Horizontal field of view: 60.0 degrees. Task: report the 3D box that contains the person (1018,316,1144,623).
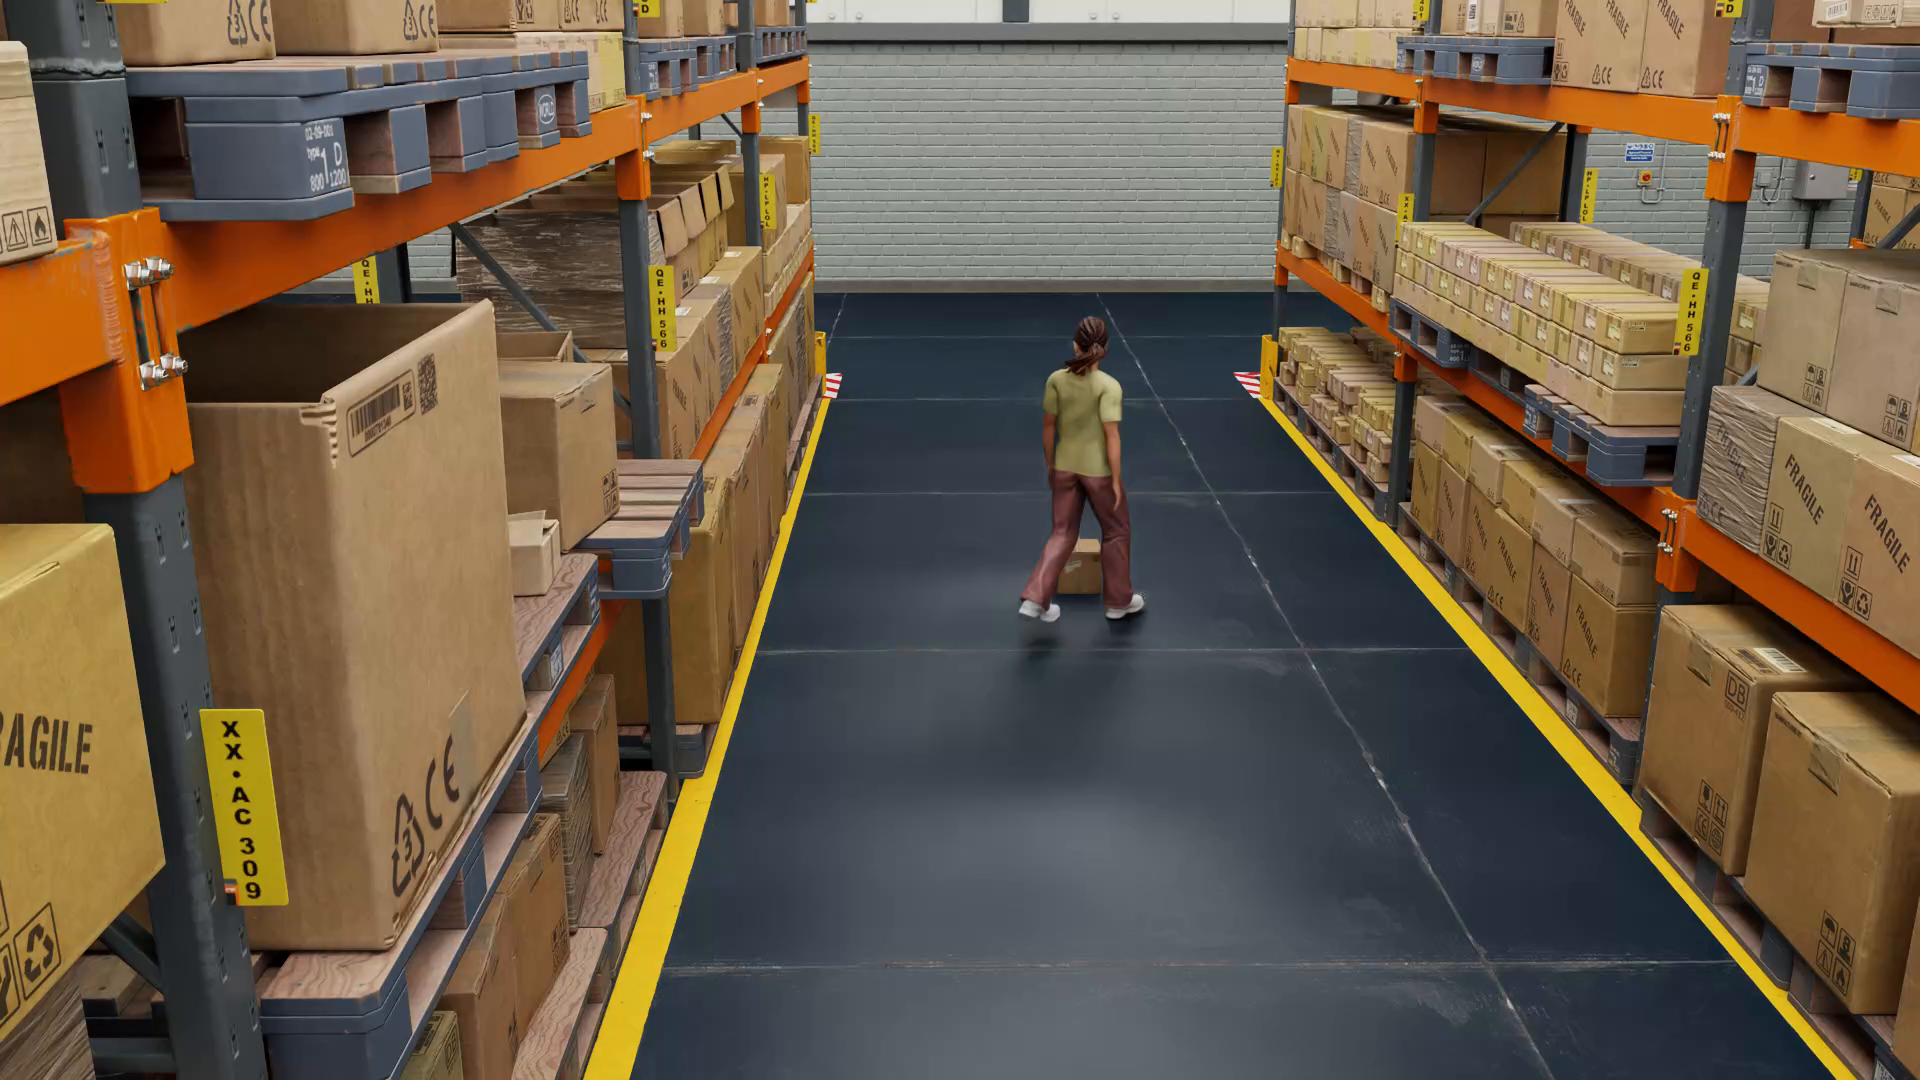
[{"bbox_3d":[0.649,-0.343,8.652,0.474,1.650,0.856,10,20,29],"label":"person"}]
